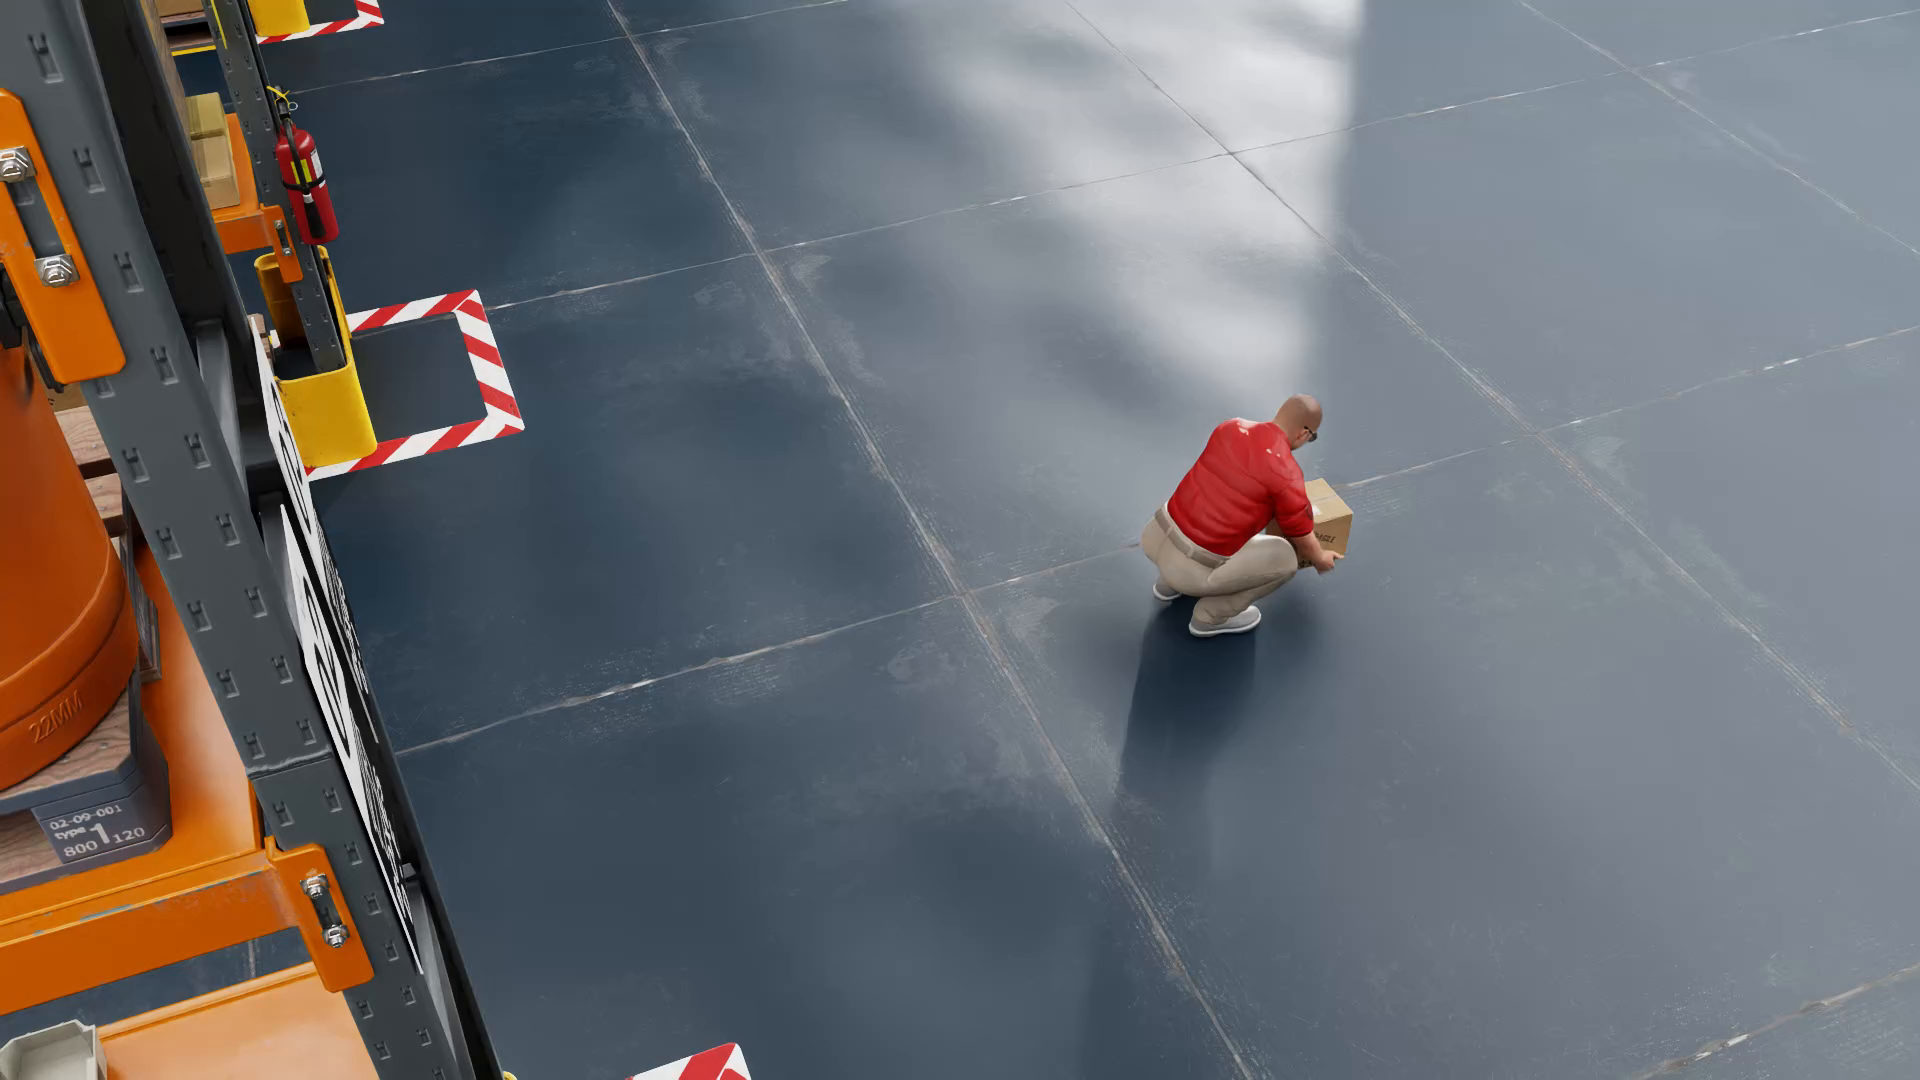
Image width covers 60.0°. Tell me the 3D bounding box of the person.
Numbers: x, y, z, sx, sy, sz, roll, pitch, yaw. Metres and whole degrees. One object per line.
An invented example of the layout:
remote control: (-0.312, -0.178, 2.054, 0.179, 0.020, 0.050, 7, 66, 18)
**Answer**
person: (1.172, -0.107, 6.868, 0.859, 0.983, 0.545, -16, 44, -17)
